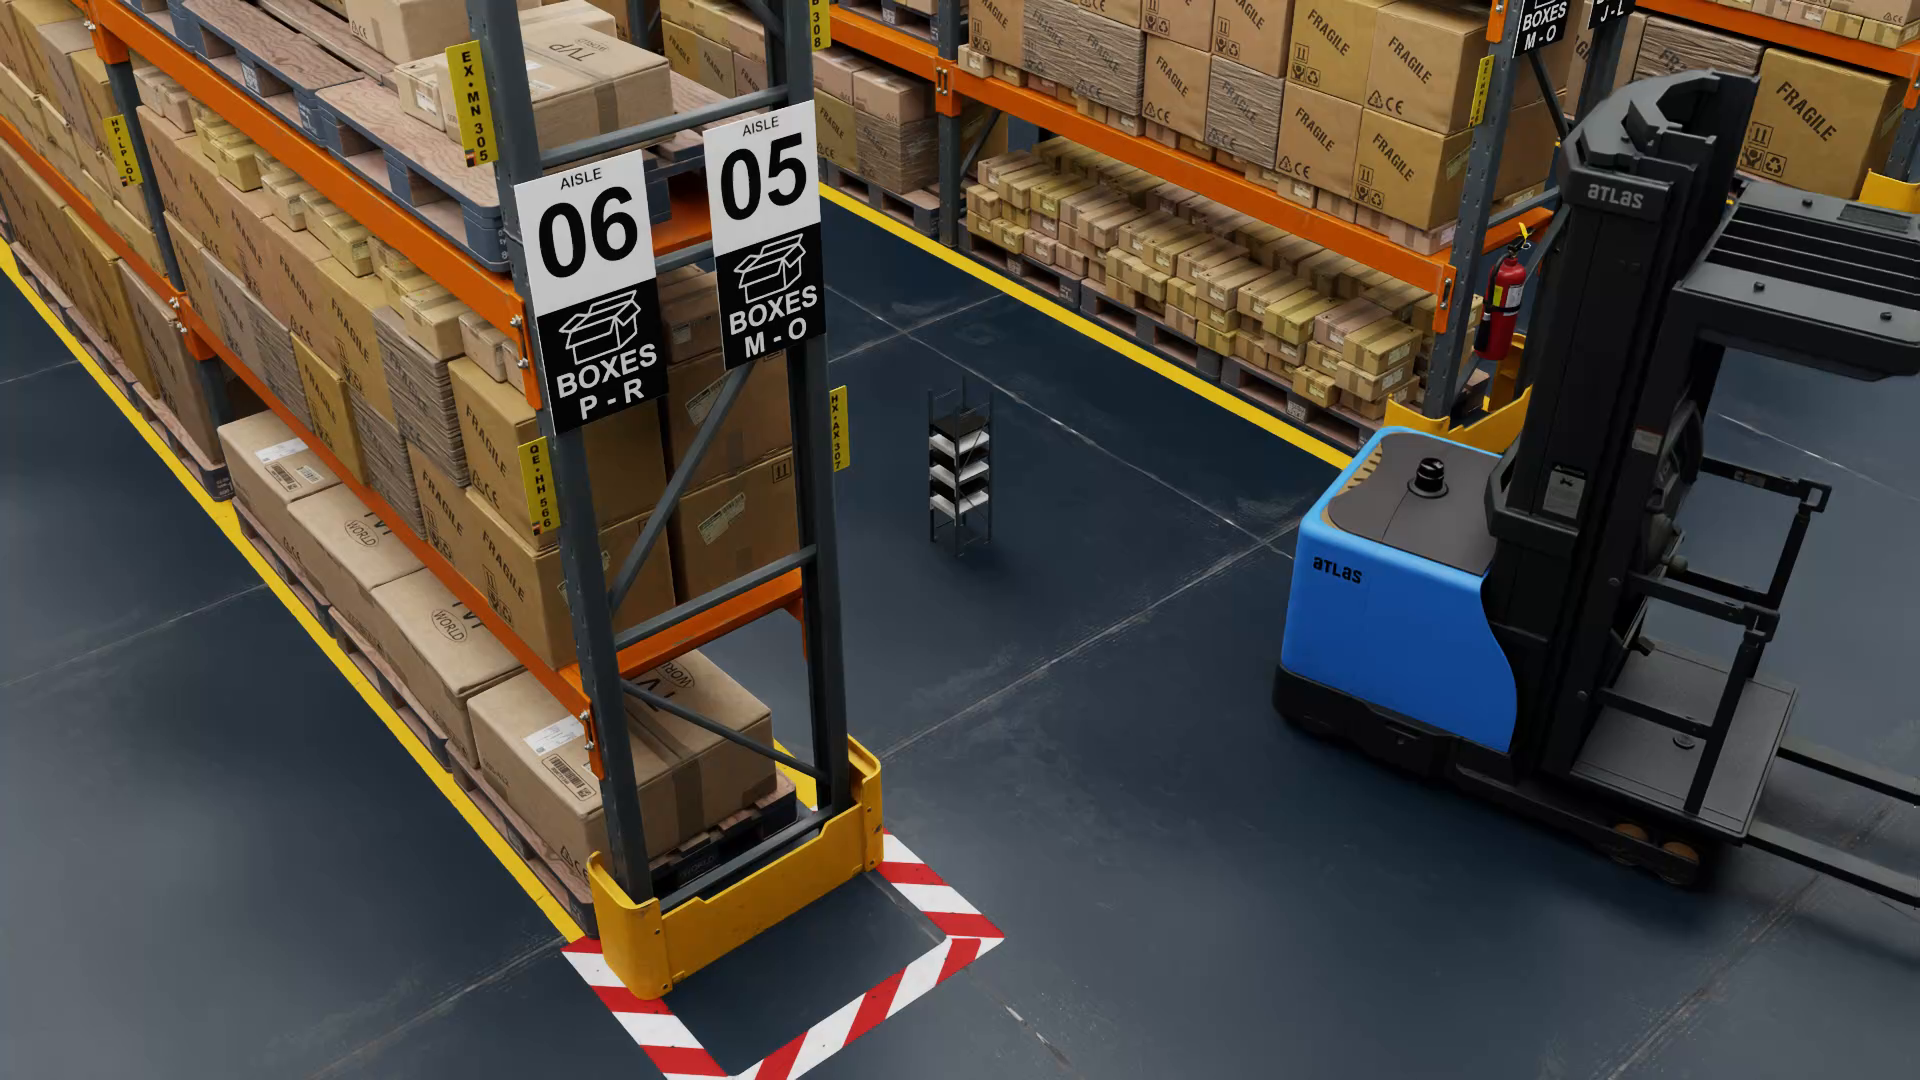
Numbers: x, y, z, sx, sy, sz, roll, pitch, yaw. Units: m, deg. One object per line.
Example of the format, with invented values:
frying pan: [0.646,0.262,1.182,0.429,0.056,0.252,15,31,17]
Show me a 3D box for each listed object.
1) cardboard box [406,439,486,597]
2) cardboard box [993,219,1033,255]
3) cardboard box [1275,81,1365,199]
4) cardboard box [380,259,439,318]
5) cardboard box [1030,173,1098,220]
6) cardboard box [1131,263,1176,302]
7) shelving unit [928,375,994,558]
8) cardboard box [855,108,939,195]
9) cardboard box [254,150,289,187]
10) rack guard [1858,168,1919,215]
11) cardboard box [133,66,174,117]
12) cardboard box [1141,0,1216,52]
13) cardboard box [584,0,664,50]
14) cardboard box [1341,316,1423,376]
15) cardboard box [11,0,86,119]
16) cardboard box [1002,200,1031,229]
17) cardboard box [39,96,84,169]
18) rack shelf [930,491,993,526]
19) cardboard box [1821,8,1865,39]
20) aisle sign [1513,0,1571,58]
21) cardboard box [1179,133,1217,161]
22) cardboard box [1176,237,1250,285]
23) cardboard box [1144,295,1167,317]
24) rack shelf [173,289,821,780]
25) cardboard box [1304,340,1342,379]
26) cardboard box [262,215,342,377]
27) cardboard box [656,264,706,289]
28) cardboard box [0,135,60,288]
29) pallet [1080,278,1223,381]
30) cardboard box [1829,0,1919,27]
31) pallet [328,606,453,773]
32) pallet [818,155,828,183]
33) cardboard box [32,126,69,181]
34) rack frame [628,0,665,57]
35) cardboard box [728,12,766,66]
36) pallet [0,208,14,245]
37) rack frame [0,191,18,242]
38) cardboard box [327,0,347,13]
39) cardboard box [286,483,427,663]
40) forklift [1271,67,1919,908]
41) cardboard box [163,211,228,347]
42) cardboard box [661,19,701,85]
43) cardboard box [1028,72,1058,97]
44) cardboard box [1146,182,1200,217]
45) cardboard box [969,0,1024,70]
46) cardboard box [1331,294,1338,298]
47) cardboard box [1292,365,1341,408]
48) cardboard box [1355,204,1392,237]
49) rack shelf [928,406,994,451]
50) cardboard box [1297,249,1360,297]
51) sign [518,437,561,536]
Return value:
cardboard box: [-1.683,-0.172,6.212,0.500,0.500,0.500,-27,43,-33]
cardboard box: [0.439,-2.057,11.063,0.380,0.149,0.250,-25,42,-31]
cardboard box: [2.044,-2.175,8.782,0.500,0.500,0.500,-27,43,-32]
cardboard box: [-1.786,-0.899,5.813,0.380,0.149,0.250,-25,42,-31]
cardboard box: [0.675,-2.231,10.794,0.380,0.149,0.250,-27,43,-32]
cardboard box: [1.269,-1.620,10.190,0.380,0.149,0.250,-26,43,-31]
shelving unit: [0.005,-0.364,8.386,0.258,0.900,0.210,-26,43,-32]
cardboard box: [-0.392,-2.831,11.852,0.500,0.500,0.500,-27,43,-33]
cardboard box: [-2.571,-1.488,6.644,0.380,0.149,0.250,-26,43,-32]
rack guard: [6.729,-2.455,11.685,1.175,0.500,0.348,-26,43,-32]
cardboard box: [-3.433,-2.033,7.414,0.380,0.149,0.250,-27,43,-32]
cardboard box: [1.360,-3.042,9.143,0.500,0.500,0.500,-28,44,-33]
cardboard box: [-2.628,-4.768,14.372,1.050,0.750,0.750,-27,43,-32]
cardboard box: [2.324,-1.071,9.156,0.380,0.149,0.250,-25,43,-31]
cardboard box: [-4.570,-2.565,8.726,0.500,0.500,0.500,-25,42,-30]
cardboard box: [0.499,-2.218,11.034,0.380,0.149,0.250,-26,43,-31]
cardboard box: [-4.576,-2.247,8.926,0.500,0.250,0.500,-25,42,-31]
rack shelf: [0.005,-0.190,8.509,0.258,0.077,0.200,-26,43,-32]
cardboard box: [6.063,-3.532,11.260,0.380,0.149,0.250,-26,43,-31]
aisle sign: [2.677,-2.597,7.474,0.394,0.787,0.004,-26,43,-32]
cardboard box: [1.485,-2.329,9.562,0.380,0.149,0.250,-25,42,-31]
cardboard box: [1.521,-1.663,9.993,0.380,0.149,0.250,-28,44,-33]
cardboard box: [1.363,-1.529,10.318,0.380,0.149,0.250,-25,42,-31]
rack shelf: [-2.148,-0.379,7.214,1.077,0.370,4.000,-26,43,-32]
cardboard box: [2.173,-1.072,9.415,0.380,0.149,0.250,-27,43,-33]
cardboard box: [-2.350,-1.025,6.551,0.500,0.500,0.500,-26,43,-32]
cardboard box: [-1.098,-0.852,5.747,0.380,0.149,0.250,-25,42,-31]
cardboard box: [-5.638,-2.290,10.764,0.875,0.875,0.875,-26,43,-32]
pallet: [1.530,-1.486,10.567,1.003,0.211,1.213,-26,43,-32]
cardboard box: [6.198,-3.661,11.098,0.500,0.250,0.500,-27,43,-32]
pallet: [-2.216,0.486,7.782,1.003,0.211,1.213,-26,43,-32]
pallet: [-1.017,-3.191,12.974,1.003,0.211,1.213,-26,43,-32]
cardboard box: [-4.896,-2.280,9.405,0.500,0.250,0.500,-26,43,-32]
rack frame: [-2.304,-5.213,13.416,1.000,3.000,0.127,-26,43,-32]
cardboard box: [-1.407,-3.828,12.612,0.500,0.250,0.500,-26,43,-31]
pallet: [-6.523,-2.529,12.040,1.003,0.211,1.213,-26,43,-32]
rack frame: [-6.020,-3.322,10.746,1.000,3.000,0.127,-26,43,-32]
cardboard box: [-2.044,-2.213,6.049,0.500,0.500,0.500,-25,42,-31]
cardboard box: [-2.537,0.031,7.866,0.875,0.438,0.875,-27,44,-33]
forklift: [2.919,-0.164,6.346,3.031,2.935,1.130,21,40,26]
cardboard box: [-3.336,-1.292,7.793,0.500,0.500,0.500,-25,42,-30]
cardboard box: [-2.042,-3.957,13.442,0.500,0.500,0.500,-28,44,-34]
cardboard box: [0.646,-2.912,10.386,0.380,0.149,0.250,-28,44,-34]
cardboard box: [1.421,-2.203,10.755,0.380,0.149,0.250,-28,44,-34]
cardboard box: [0.405,-3.296,10.366,0.500,0.500,0.500,-27,43,-33]
cardboard box: [2.275,-1.508,10.031,0.380,0.149,0.250,-25,42,-30]
cardboard box: [2.117,-0.919,9.457,0.380,0.149,0.250,-25,42,-30]
cardboard box: [2.301,-1.740,8.731,0.380,0.149,0.250,-26,43,-32]
rack shelf: [0.005,-0.557,8.249,0.258,0.077,0.200,-26,43,-32]
cardboard box: [2.223,-1.604,9.909,0.380,0.149,0.250,-28,44,-34]
sign: [-1.281,-0.163,5.079,0.100,0.325,0.005,-26,43,-32]
